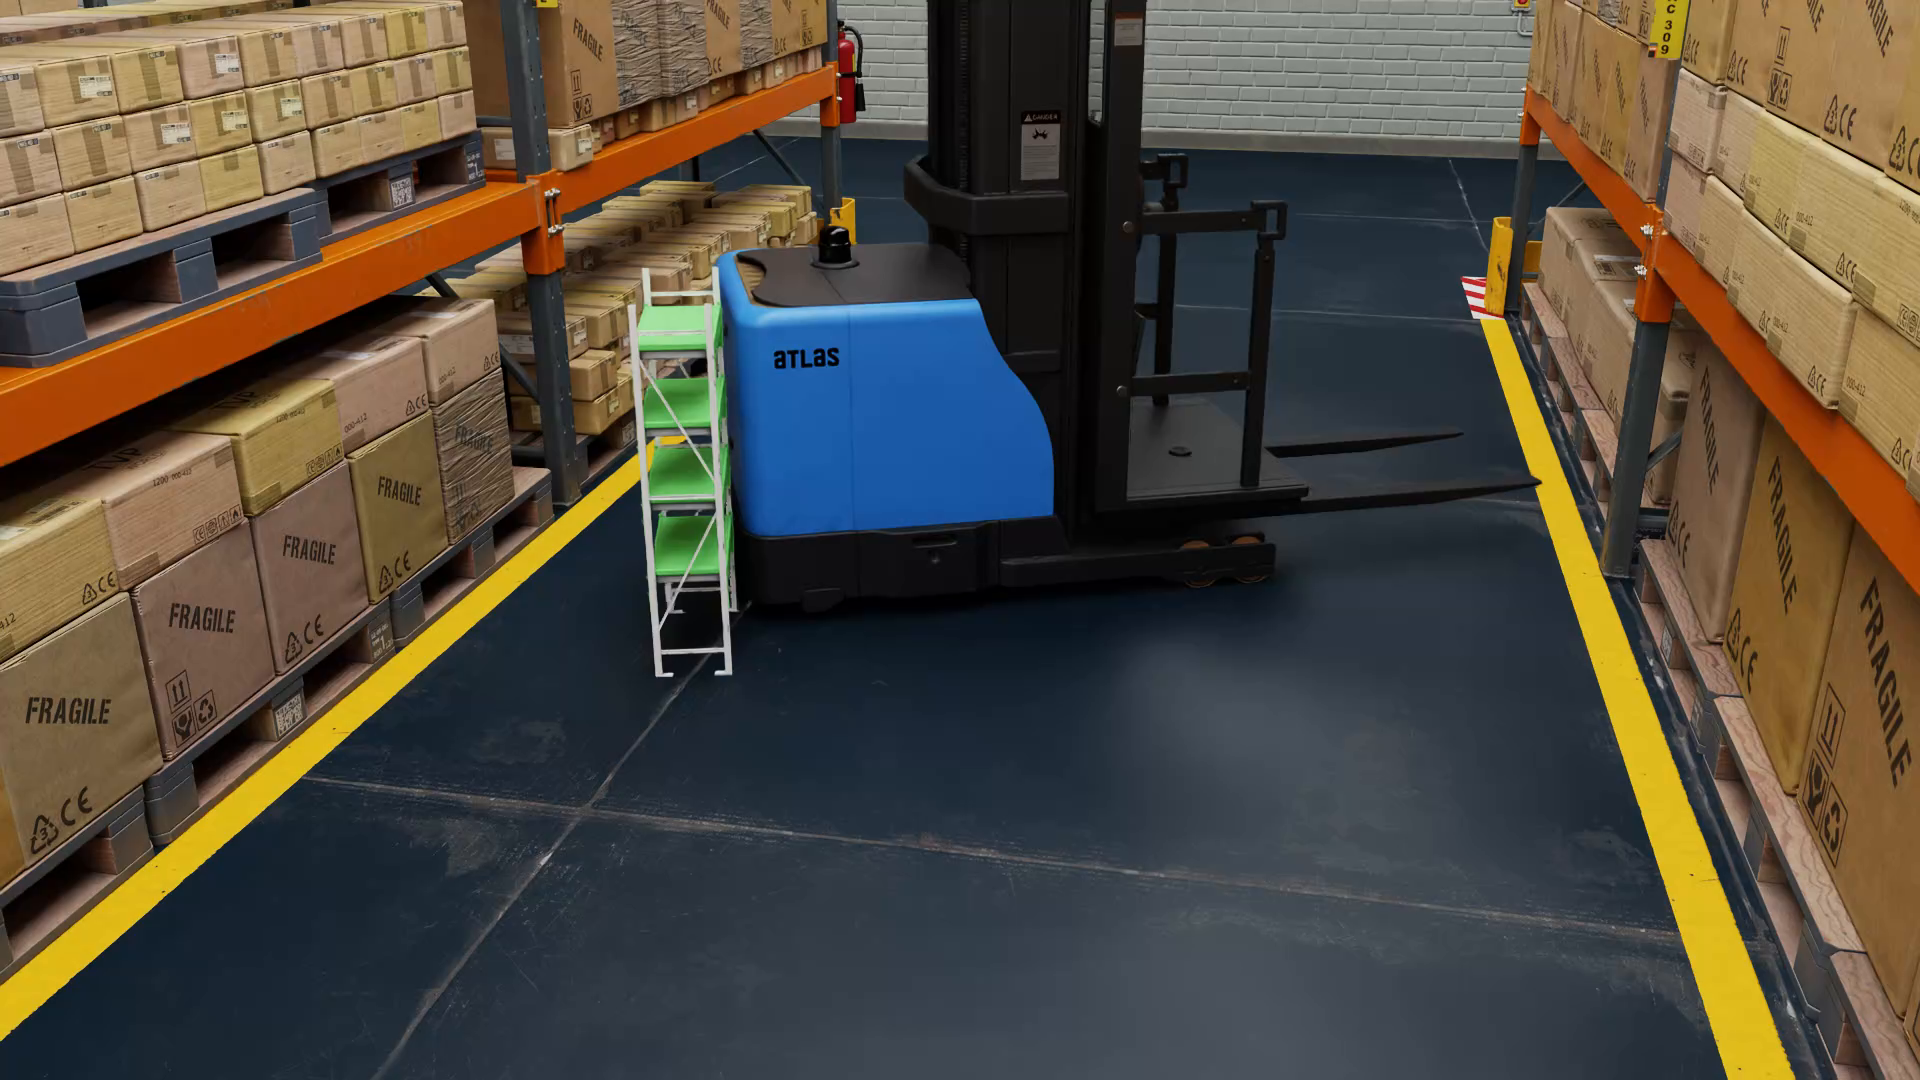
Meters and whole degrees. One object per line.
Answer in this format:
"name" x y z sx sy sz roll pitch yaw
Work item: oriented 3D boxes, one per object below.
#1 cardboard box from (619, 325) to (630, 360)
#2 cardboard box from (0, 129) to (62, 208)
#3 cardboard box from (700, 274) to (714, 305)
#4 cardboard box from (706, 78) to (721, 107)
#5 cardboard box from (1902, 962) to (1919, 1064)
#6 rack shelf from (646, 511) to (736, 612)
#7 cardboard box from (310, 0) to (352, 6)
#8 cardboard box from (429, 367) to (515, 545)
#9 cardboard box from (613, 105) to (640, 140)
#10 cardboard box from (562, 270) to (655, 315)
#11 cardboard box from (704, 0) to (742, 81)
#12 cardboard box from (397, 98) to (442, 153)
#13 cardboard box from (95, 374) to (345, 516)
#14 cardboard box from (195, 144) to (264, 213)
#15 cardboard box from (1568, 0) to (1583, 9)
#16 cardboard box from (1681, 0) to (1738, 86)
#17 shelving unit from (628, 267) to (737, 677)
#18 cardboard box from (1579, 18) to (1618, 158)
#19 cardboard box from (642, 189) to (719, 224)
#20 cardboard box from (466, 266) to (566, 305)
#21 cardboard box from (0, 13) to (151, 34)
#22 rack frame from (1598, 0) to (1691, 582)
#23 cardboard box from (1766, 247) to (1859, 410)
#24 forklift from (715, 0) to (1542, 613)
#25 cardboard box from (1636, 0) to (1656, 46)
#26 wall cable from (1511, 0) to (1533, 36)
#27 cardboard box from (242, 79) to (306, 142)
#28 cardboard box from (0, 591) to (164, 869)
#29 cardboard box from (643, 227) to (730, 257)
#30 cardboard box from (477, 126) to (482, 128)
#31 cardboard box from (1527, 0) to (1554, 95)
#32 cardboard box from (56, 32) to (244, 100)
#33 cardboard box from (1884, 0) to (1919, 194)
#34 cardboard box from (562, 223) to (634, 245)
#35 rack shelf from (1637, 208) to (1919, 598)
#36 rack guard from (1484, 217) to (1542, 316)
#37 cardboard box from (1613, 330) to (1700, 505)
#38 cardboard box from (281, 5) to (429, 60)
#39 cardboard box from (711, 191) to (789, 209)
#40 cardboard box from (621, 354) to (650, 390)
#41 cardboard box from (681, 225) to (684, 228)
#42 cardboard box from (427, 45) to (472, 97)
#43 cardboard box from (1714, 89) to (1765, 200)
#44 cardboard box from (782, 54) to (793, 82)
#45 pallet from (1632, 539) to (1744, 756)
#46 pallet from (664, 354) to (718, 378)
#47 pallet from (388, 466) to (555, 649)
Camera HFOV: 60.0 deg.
"cardboard box" -1.676 -0.885 7.392 0.380 0.149 0.250 4 22 11
"cardboard box" -2.355 -0.871 3.877 0.380 0.149 0.250 4 22 11
"cardboard box" -1.350 -1.258 8.319 0.380 0.149 0.250 5 22 11
"cardboard box" -1.402 -2.218 8.183 0.380 0.149 0.250 5 22 12
"cardboard box" 2.231 0.772 2.703 0.875 0.875 0.875 4 22 10
"rack shelf" -0.868 0.063 5.405 0.258 0.148 0.480 -2 22 -5
"cardboard box" -2.219 -1.958 6.669 0.500 0.500 0.500 4 22 11
"cardboard box" -1.946 -0.321 5.919 0.500 0.500 0.500 4 22 10
"cardboard box" -1.619 -1.838 7.239 0.380 0.149 0.250 3 22 9
"cardboard box" -1.619 -1.124 7.586 0.380 0.149 0.250 4 22 10
"cardboard box" -1.381 -2.483 7.972 0.500 0.500 0.500 6 23 14
"cardboard box" -1.981 -1.398 5.585 0.380 0.149 0.250 5 22 11
"cardboard box" -2.158 -0.286 4.828 0.500 0.250 0.500 3 22 9
"cardboard box" -2.191 -1.017 4.637 0.380 0.149 0.250 5 23 13
"cardboard box" 3.069 -2.676 7.511 0.500 0.500 0.500 4 22 11
"cardboard box" 2.454 -1.606 4.855 0.500 0.500 0.500 5 22 12
"shelving unit" -0.868 -0.219 5.291 0.258 1.200 0.503 -2 22 -5
"cardboard box" 2.858 -1.844 6.784 0.500 0.500 0.500 4 22 10
"cardboard box" -1.603 -1.911 9.541 0.380 0.149 0.250 5 22 12
"cardboard box" -2.037 -1.151 7.654 0.380 0.149 0.250 5 23 13
"cardboard box" -2.731 -1.534 5.124 0.380 0.149 0.250 4 22 10
"rack frame" 2.825 -1.235 5.405 1.000 3.000 0.127 4 22 11
"cardboard box" 2.142 -0.467 3.699 0.500 0.250 0.500 4 22 10
"forklift" 0.659 -1.377 5.848 3.031 2.935 1.130 -5 22 -11
"cardboard box" 2.651 -1.939 5.681 0.500 0.500 0.500 4 22 10
"wall cable" 4.769 -5.248 13.967 0.585 1.953 0.123 4 22 11
"cardboard box" -2.141 -1.249 4.815 0.380 0.149 0.250 3 22 8
"cardboard box" -2.364 0.429 4.058 0.500 0.500 0.500 5 22 12
"cardboard box" -1.398 -1.502 8.525 0.380 0.149 0.250 4 22 9
"cardboard box" -2.153 -1.777 7.087 0.380 0.149 0.250 5 23 13
"cardboard box" 3.263 -2.591 8.637 0.500 0.500 0.500 4 22 10
"cardboard box" -2.199 -1.291 4.523 0.380 0.149 0.250 3 22 9
"cardboard box" 2.063 -0.861 3.004 0.500 0.500 0.500 4 22 11
"cardboard box" -1.914 -1.538 8.615 0.380 0.149 0.250 5 22 12
"rack shelf" 2.417 -0.170 3.724 1.077 0.370 4.000 4 22 11
"rack guard" 3.647 -1.547 9.526 1.175 0.500 0.348 4 22 11
"cardboard box" 3.059 -0.463 6.355 0.875 0.438 0.875 4 22 10
"cardboard box" -1.986 -1.670 5.462 0.380 0.149 0.250 4 22 9
"cardboard box" -1.192 -1.886 9.480 0.380 0.149 0.250 5 22 12
"cardboard box" -1.598 -0.749 7.452 0.380 0.149 0.250 4 22 11
"cardboard box" -1.658 -1.685 9.377 0.380 0.149 0.250 5 22 12
"cardboard box" -1.929 -1.631 5.765 0.380 0.149 0.250 5 23 13
"cardboard box" 2.381 -1.065 4.515 0.500 0.250 0.500 5 22 12
"cardboard box" -1.139 -2.600 9.131 0.380 0.149 0.250 4 22 10
"pallet" 2.742 0.346 5.211 1.003 0.211 1.213 4 22 11
"pallet" -1.692 -0.978 8.499 1.003 0.211 1.213 4 22 11
"pallet" -2.199 0.003 6.064 1.003 0.211 1.213 4 22 11
